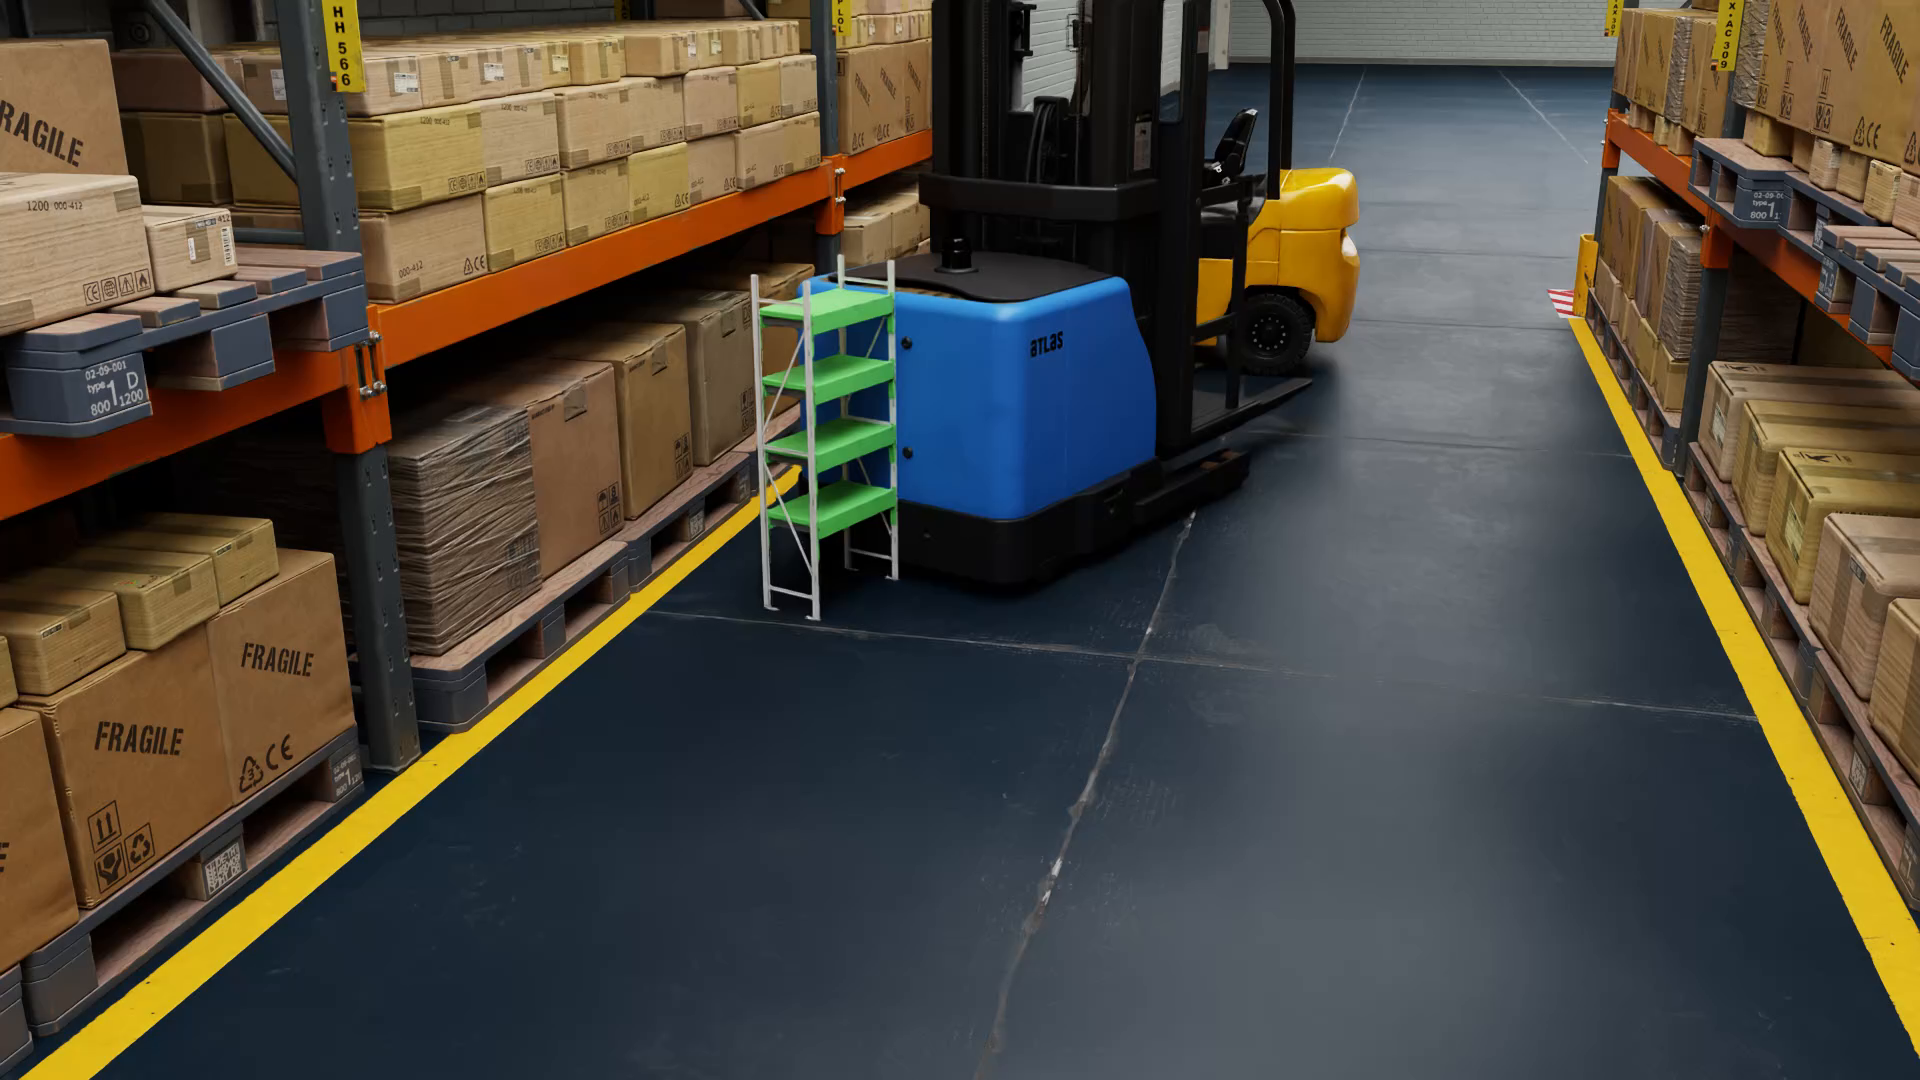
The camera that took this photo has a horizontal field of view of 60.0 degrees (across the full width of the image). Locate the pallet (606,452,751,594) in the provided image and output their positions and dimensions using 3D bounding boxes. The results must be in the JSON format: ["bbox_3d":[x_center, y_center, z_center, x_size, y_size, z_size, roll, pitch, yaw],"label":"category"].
[{"bbox_3d":[-1.526,-0.125,6.727,1.003,0.211,1.213,5,19,13],"label":"pallet"}]

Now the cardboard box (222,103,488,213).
[{"bbox_3d":[-1.695,-1.092,4.702,0.500,0.250,0.500,5,19,13],"label":"cardboard box"}]

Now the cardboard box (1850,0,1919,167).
[{"bbox_3d":[2.828,-1.290,4.559,0.500,0.500,0.500,3,19,10],"label":"cardboard box"}]

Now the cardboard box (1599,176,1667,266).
[{"bbox_3d":[4.233,-1.939,10.167,0.500,0.500,0.500,4,19,12],"label":"cardboard box"}]

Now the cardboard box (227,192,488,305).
[{"bbox_3d":[-1.720,-0.857,4.788,0.500,0.250,0.500,5,19,14],"label":"cardboard box"}]

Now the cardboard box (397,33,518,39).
[{"bbox_3d":[-1.825,-1.763,6.051,0.380,0.149,0.250,5,20,15],"label":"cardboard box"}]

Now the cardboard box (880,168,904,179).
[{"bbox_3d":[-0.663,-2.238,10.656,0.500,0.250,0.500,5,19,13],"label":"cardboard box"}]

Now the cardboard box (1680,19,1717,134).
[{"bbox_3d":[3.713,-2.180,7.815,0.500,0.500,0.500,5,20,15],"label":"cardboard box"}]

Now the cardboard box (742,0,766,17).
[{"bbox_3d":[-1.201,-2.756,8.498,0.380,0.149,0.250,4,19,12],"label":"cardboard box"}]

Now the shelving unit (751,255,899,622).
[{"bbox_3d":[-0.467,-0.370,5.914,0.258,1.200,0.503,12,22,31],"label":"shelving unit"}]

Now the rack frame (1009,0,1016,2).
[{"bbox_3d":[-0.110,-3.316,11.755,1.000,3.000,0.127,5,19,13],"label":"rack frame"}]

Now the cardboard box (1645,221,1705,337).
[{"bbox_3d":[3.733,-1.290,8.267,0.500,0.500,0.500,5,19,14],"label":"cardboard box"}]

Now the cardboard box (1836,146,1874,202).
[{"bbox_3d":[2.903,-1.111,5.037,0.380,0.149,0.250,4,19,12],"label":"cardboard box"}]

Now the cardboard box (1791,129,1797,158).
[{"bbox_3d":[3.220,-1.430,5.973,0.380,0.149,0.250,6,20,17],"label":"cardboard box"}]

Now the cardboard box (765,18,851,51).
[{"bbox_3d":[-0.755,-2.495,8.195,0.380,0.149,0.250,4,19,13],"label":"cardboard box"}]

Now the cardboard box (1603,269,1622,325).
[{"bbox_3d":[4.106,-1.432,9.844,0.500,0.250,0.500,5,20,15],"label":"cardboard box"}]

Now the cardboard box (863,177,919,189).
[{"bbox_3d":[-0.284,-2.040,10.076,0.500,0.250,0.500,4,19,12],"label":"cardboard box"}]

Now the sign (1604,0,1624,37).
[{"bbox_3d":[4.178,-3.377,10.596,0.100,0.325,0.005,5,19,13],"label":"sign"}]

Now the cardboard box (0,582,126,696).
[{"bbox_3d":[-2.084,0.211,3.644,0.380,0.149,0.250,4,19,12],"label":"cardboard box"}]

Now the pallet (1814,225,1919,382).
[{"bbox_3d":[2.820,-0.558,3.979,1.213,0.211,1.003,5,19,13],"label":"pallet"}]

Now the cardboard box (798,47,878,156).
[{"bbox_3d":[-0.726,-2.228,8.415,0.500,0.500,0.500,4,19,12],"label":"cardboard box"}]

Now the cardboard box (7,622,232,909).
[{"bbox_3d":[-2.092,0.481,3.855,0.500,0.500,0.500,4,19,13],"label":"cardboard box"}]

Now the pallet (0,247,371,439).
[{"bbox_3d":[-2.163,-0.500,3.806,1.213,0.211,1.003,5,19,13],"label":"pallet"}]

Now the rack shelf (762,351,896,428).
[{"bbox_3d":[-0.467,-0.537,5.857,0.258,0.148,0.480,12,22,31],"label":"rack shelf"}]

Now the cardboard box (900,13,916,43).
[{"bbox_3d":[-0.459,-2.814,9.128,0.380,0.149,0.250,4,19,13],"label":"cardboard box"}]

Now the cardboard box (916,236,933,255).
[{"bbox_3d":[-0.415,-1.638,9.674,0.500,0.250,0.500,4,19,13],"label":"cardboard box"}]

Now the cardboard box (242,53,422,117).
[{"bbox_3d":[-1.702,-1.239,4.517,0.380,0.149,0.250,5,20,15],"label":"cardboard box"}]

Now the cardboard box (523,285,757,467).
[{"bbox_3d":[-1.401,-0.730,7.208,0.875,0.625,0.625,4,19,13],"label":"cardboard box"}]

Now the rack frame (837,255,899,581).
[{"bbox_3d":[-0.336,-0.436,6.109,0.240,1.200,0.015,12,22,31],"label":"rack frame"}]

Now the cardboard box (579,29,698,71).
[{"bbox_3d":[-1.239,-1.889,6.419,0.380,0.149,0.250,5,19,14],"label":"cardboard box"}]

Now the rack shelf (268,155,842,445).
[{"bbox_3d":[-1.576,-1.095,6.365,1.077,0.370,4.000,5,19,13],"label":"rack shelf"}]

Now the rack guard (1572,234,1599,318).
[{"bbox_3d":[4.685,-1.718,10.945,1.175,0.500,0.348,5,19,13],"label":"rack guard"}]

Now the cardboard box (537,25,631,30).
[{"bbox_3d":[-1.602,-2.083,6.988,0.380,0.149,0.250,4,19,13],"label":"cardboard box"}]

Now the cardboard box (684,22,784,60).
[{"bbox_3d":[-1.001,-2.209,7.357,0.380,0.149,0.250,4,19,13],"label":"cardboard box"}]

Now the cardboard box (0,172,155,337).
[{"bbox_3d":[-2.009,-0.580,3.327,0.500,0.250,0.500,4,19,11],"label":"cardboard box"}]

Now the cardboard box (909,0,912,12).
[{"bbox_3d":[-0.484,-3.044,9.339,0.380,0.149,0.250,5,19,13],"label":"cardboard box"}]

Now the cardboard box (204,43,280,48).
[{"bbox_3d":[-2.104,-1.448,5.127,0.380,0.149,0.250,5,19,13],"label":"cardboard box"}]

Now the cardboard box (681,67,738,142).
[{"bbox_3d":[-1.209,-1.732,6.576,0.500,0.250,0.500,5,19,14],"label":"cardboard box"}]

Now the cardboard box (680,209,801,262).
[{"bbox_3d":[-1.155,-1.602,8.795,0.500,0.250,0.500,5,20,14],"label":"cardboard box"}]

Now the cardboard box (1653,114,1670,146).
[{"bbox_3d":[3.874,-2.157,8.751,0.380,0.149,0.250,5,19,14],"label":"cardboard box"}]

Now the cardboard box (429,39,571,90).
[{"bbox_3d":[-1.516,-1.570,5.484,0.380,0.149,0.250,5,19,14],"label":"cardboard box"}]

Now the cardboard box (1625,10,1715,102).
[{"bbox_3d":[4.196,-2.824,9.699,0.500,0.500,0.500,5,20,15],"label":"cardboard box"}]

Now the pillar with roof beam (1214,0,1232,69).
[{"bbox_3d":[10.350,-15.071,36.888,9.100,9.000,0.400,5,19,13],"label":"pillar with roof beam"}]

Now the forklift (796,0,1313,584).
[{"bbox_3d":[0.630,-1.643,6.962,1.130,2.935,3.031,13,23,33],"label":"forklift"}]

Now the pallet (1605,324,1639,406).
[{"bbox_3d":[4.152,-0.949,9.138,1.003,0.211,1.213,5,19,13],"label":"pallet"}]

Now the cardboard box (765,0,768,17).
[{"bbox_3d":[-0.763,-2.724,8.404,0.380,0.149,0.250,5,19,14],"label":"cardboard box"}]

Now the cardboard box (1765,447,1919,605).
[{"bbox_3d":[3.260,-0.018,5.516,0.950,0.372,0.625,5,20,15],"label":"cardboard box"}]

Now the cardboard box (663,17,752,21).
[{"bbox_3d":[-1.258,-2.537,8.317,0.380,0.149,0.250,5,19,13],"label":"cardboard box"}]

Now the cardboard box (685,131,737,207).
[{"bbox_3d":[-1.226,-1.501,6.674,0.500,0.250,0.500,5,19,14],"label":"cardboard box"}]

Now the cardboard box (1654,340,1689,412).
[{"bbox_3d":[3.610,-0.775,7.921,0.500,0.250,0.500,6,20,16],"label":"cardboard box"}]

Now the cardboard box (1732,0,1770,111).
[{"bbox_3d":[3.334,-1.934,6.444,0.500,0.500,0.500,5,20,15],"label":"cardboard box"}]
